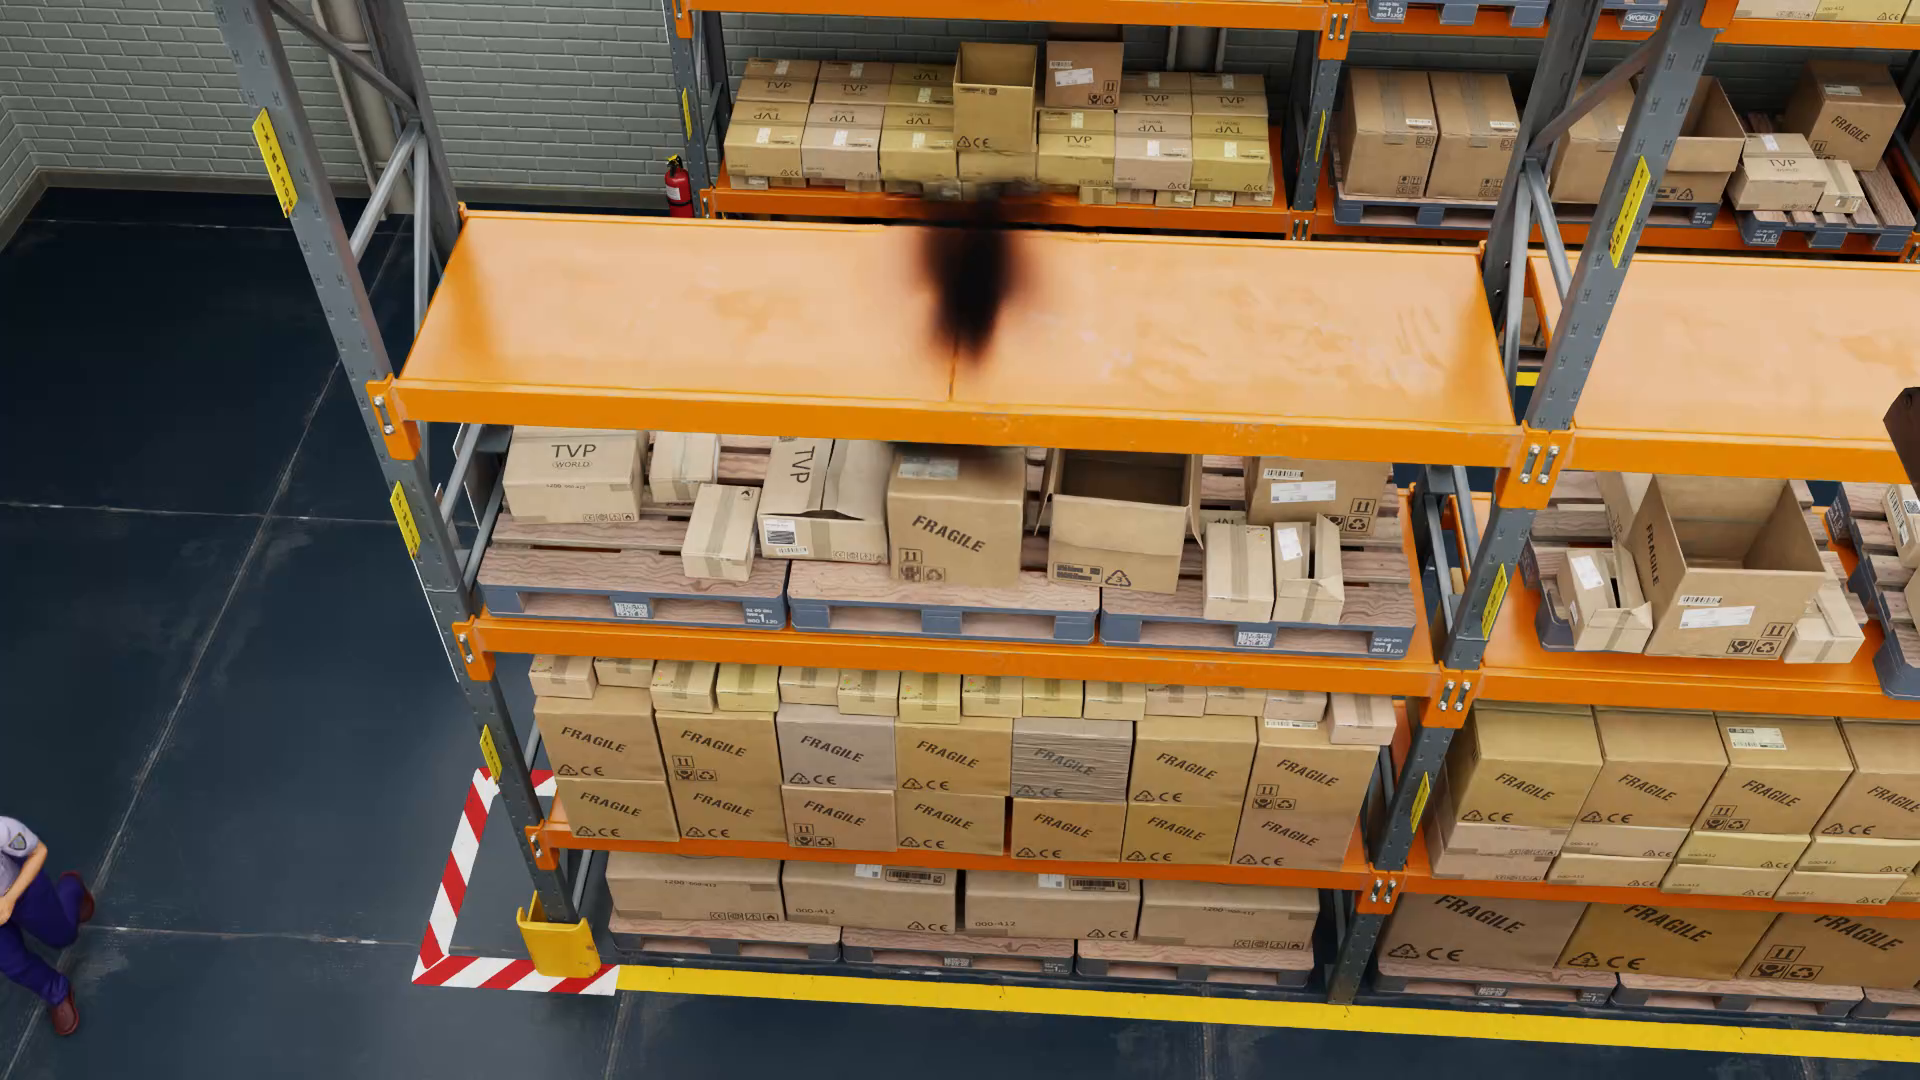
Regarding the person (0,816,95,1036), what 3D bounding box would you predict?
[{"bbox_3d":[-4.658,1.713,8.095,0.617,1.617,0.772,-12,49,-11],"label":"person"}]
